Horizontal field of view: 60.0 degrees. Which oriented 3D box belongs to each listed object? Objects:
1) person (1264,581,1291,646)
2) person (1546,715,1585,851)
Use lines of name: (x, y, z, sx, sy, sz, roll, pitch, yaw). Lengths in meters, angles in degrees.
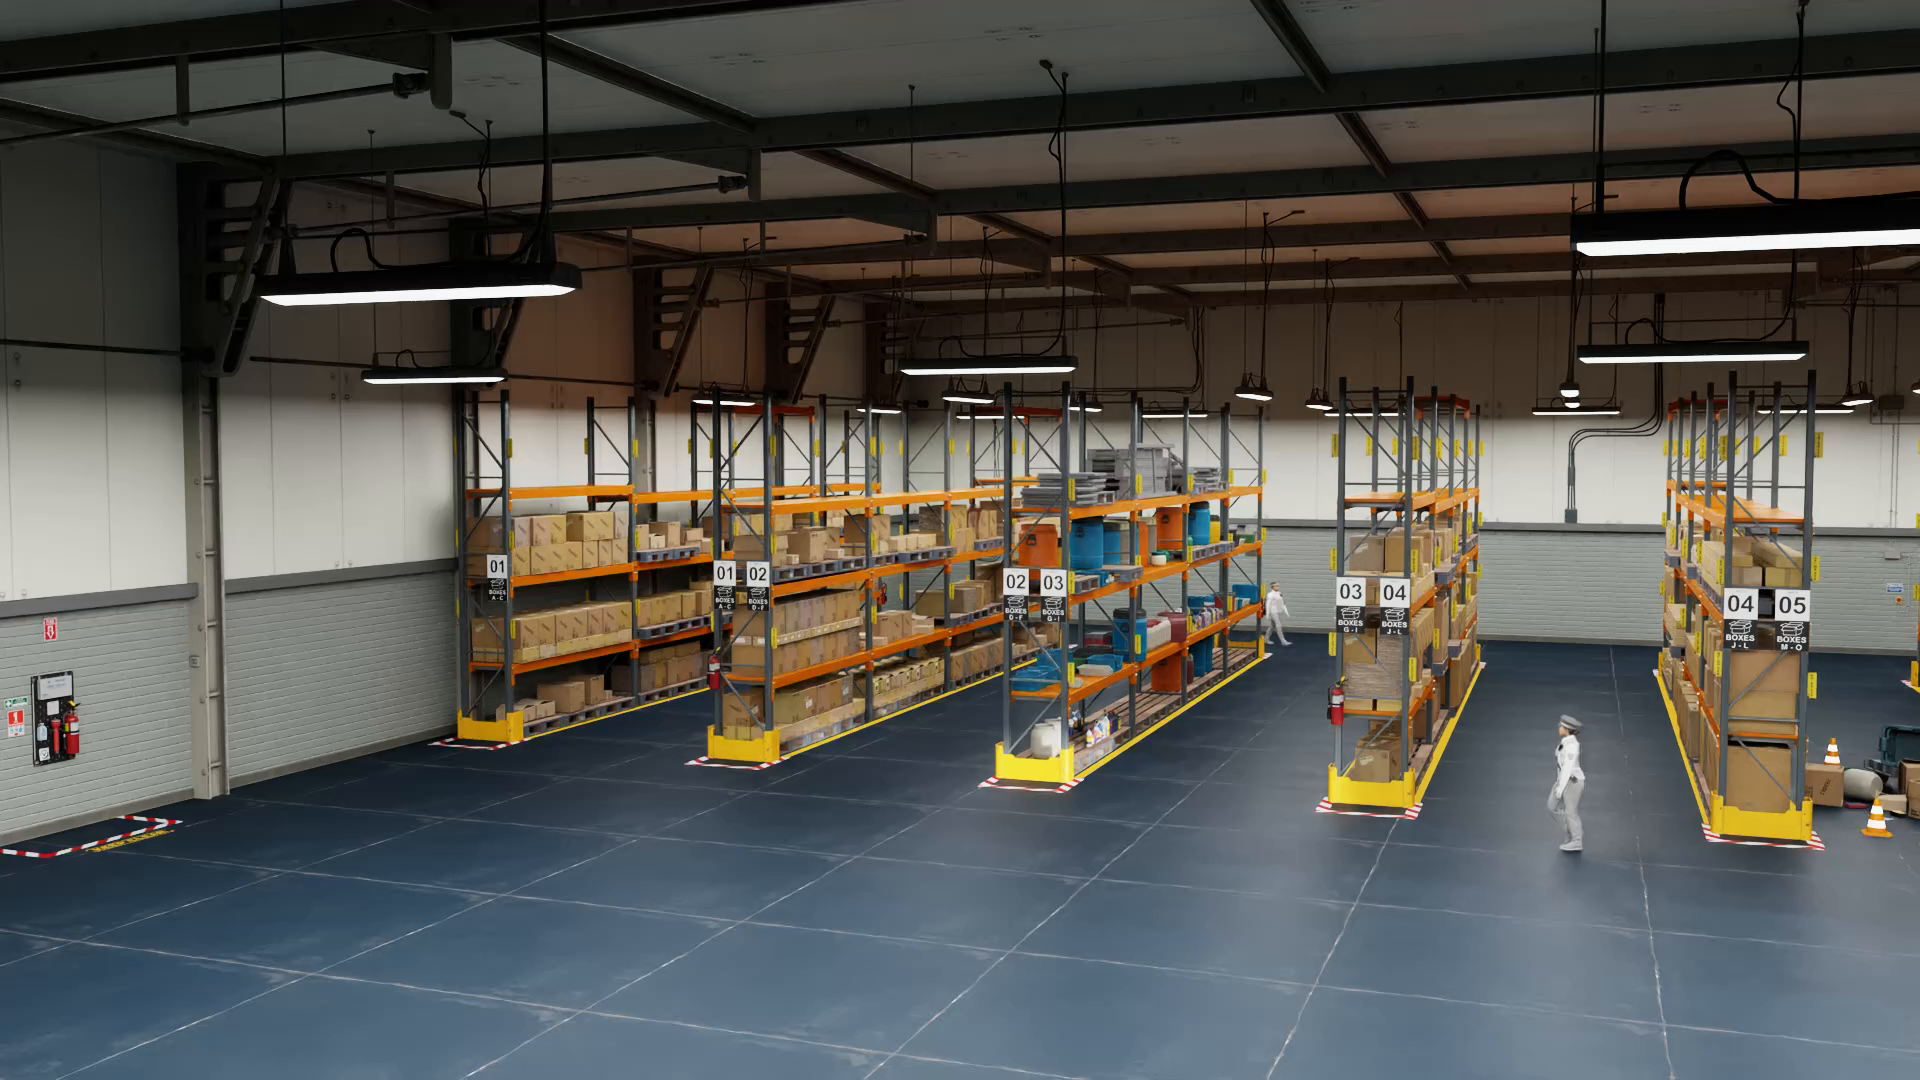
person: (8.060, 1.845, 42.059, 0.508, 1.633, 0.934, -3, 4, -41)
person: (7.522, 3.023, 20.604, 0.412, 1.712, 0.464, 0, 3, 3)
